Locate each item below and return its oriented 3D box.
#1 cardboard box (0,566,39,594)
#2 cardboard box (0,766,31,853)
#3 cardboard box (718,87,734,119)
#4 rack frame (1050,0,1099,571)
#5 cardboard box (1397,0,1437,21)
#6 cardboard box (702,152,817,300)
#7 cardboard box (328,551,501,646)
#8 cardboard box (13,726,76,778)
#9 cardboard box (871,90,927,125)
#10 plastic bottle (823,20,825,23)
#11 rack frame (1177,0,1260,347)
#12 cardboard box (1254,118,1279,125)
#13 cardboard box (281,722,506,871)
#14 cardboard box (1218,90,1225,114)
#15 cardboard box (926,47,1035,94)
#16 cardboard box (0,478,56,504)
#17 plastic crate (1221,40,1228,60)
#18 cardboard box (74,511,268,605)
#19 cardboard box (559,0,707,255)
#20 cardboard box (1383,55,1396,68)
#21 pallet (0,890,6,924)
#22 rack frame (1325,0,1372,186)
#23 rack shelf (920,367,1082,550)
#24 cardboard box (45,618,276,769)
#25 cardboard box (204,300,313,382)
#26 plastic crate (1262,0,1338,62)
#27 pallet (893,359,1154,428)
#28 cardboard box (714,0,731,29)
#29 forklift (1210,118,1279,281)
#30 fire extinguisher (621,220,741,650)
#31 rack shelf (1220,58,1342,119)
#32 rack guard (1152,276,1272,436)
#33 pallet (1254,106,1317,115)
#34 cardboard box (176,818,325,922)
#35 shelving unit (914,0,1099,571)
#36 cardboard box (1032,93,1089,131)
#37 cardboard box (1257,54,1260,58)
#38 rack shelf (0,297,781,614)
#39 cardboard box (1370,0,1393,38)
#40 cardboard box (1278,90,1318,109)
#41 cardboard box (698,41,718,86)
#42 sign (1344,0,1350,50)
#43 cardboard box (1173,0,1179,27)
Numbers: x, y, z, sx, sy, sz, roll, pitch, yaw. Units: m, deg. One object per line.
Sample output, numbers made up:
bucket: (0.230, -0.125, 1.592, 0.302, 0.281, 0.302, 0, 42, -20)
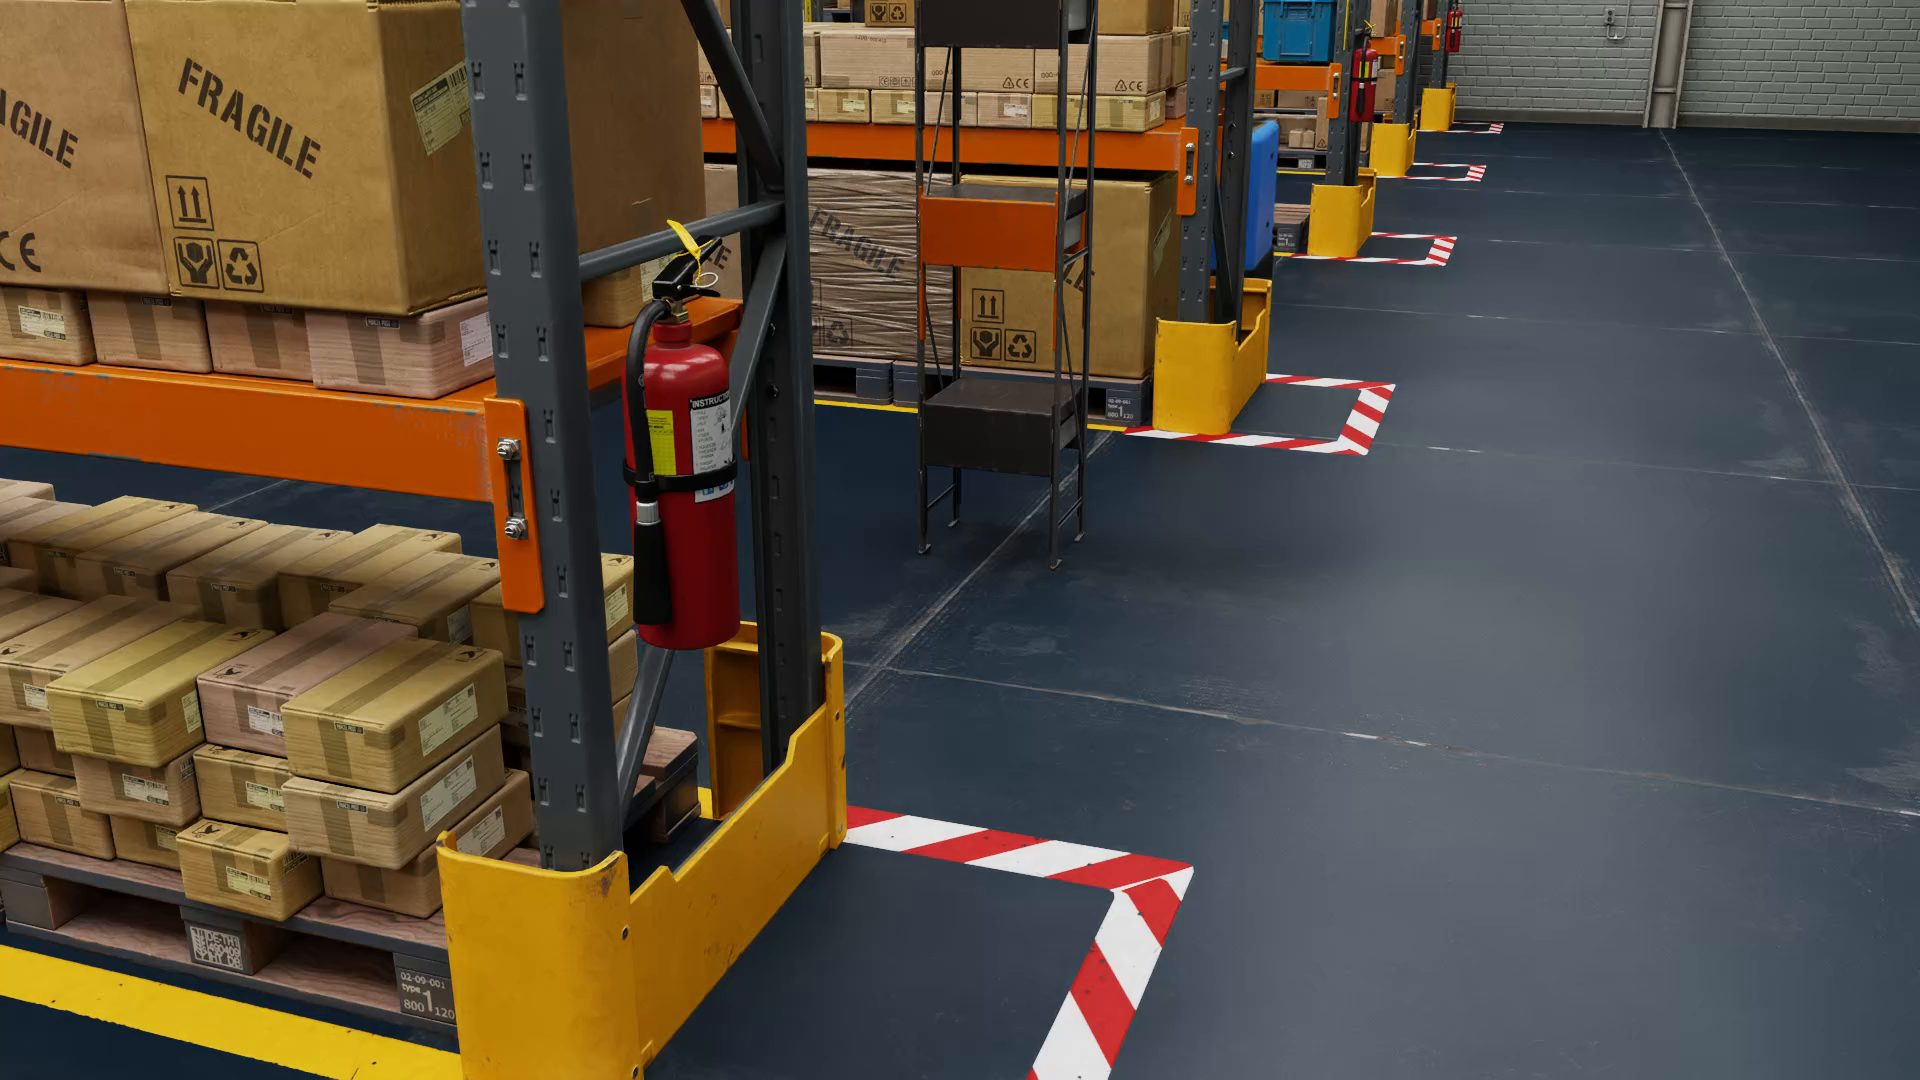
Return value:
cardboard box: (-2.335, 0.186, 3.775, 0.250, 0.149, 0.380, 6, 20, 16)
cardboard box: (-2.101, 0.527, 3.701, 0.250, 0.149, 0.380, 6, 20, 16)
cardboard box: (-0.951, -2.088, 7.891, 0.250, 0.149, 0.380, 6, 20, 16)
rack frame: (0.387, -0.947, 5.604, 0.015, 2.100, 0.400, 7, 20, 18)
cardboard box: (5.576, -6.892, 20.835, 0.700, 0.700, 0.980, 7, 21, 21)
cardboard box: (-1.146, -1.512, 8.446, 0.875, 0.875, 0.875, 7, 20, 18)
cardboard box: (-1.222, 0.166, 3.833, 0.250, 0.149, 0.380, 7, 20, 19)
cardboard box: (-1.842, 0.376, 3.682, 0.250, 0.149, 0.380, 6, 20, 17)
cardboard box: (-0.225, -2.005, 7.654, 0.250, 0.149, 0.380, 6, 20, 17)
plastic bottle: (-1.175, -4.167, 13.651, 0.133, 0.283, 0.061, 7, 20, 18)
rack frame: (1.185, -2.078, 7.480, 0.127, 3.000, 1.000, 7, 20, 18)
cardboard box: (2.957, -4.161, 16.966, 0.500, 0.250, 0.500, 7, 20, 18)
cardboard box: (-1.131, 0.492, 3.348, 0.250, 0.149, 0.380, 6, 20, 17)
cardboard box: (2.437, -4.417, 17.316, 0.637, 0.503, 0.797, 7, 20, 18)
cardboard box: (0.161, -2.172, 7.527, 0.500, 0.250, 0.500, 6, 20, 17)
cardboard box: (-2.639, -0.036, 4.412, 0.250, 0.149, 0.380, 6, 20, 16)
plastic crate: (1.980, -3.554, 12.023, 0.243, 0.136, 0.396, 7, 20, 18)
cardboard box: (-1.938, 0.065, 4.123, 0.250, 0.149, 0.380, 7, 21, 20)
cardboard box: (-0.872, -0.869, 3.408, 0.500, 0.500, 0.500, 8, 21, 21)
cardboard box: (5.551, -6.116, 21.238, 0.250, 0.149, 0.380, 7, 20, 18)
pallet: (-2.515, 0.531, 4.233, 1.213, 0.211, 1.003, 7, 20, 18)
rack frame: (2.810, -3.618, 11.898, 0.127, 3.000, 1.000, 7, 20, 18)
rack shelf: (0.156, -0.300, 5.914, 0.480, 0.518, 0.431, 7, 20, 18)
cardboard box: (-1.627, 0.308, 3.424, 0.250, 0.149, 0.380, 6, 20, 17)
cardboard box: (-1.162, -0.414, 3.088, 0.250, 0.149, 0.380, 6, 20, 18)
plastic crate: (2.432, -3.641, 11.820, 0.499, 0.435, 0.616, 7, 20, 18)
pallet: (0.404, -0.823, 8.117, 1.213, 0.211, 1.003, 7, 20, 18)
cardboard box: (-1.270, -2.692, 7.879, 0.500, 0.500, 0.500, 6, 20, 16)
forklift: (0.395, -2.944, 10.068, 3.031, 2.935, 1.130, 6, 20, 16)
fire extinguisher: (-0.452, -0.163, 2.672, 0.183, 0.674, 0.296, 7, 20, 18)
rack shelf: (0.921, -3.494, 12.636, 4.000, 0.370, 1.077, 7, 20, 18)
rack guard: (1.207, -0.895, 7.884, 0.348, 0.500, 1.175, 7, 20, 18)
pallet: (4.132, -5.576, 21.752, 1.213, 0.211, 1.003, 7, 20, 18)
cardboard box: (-1.380, 0.613, 3.454, 0.250, 0.149, 0.380, 7, 20, 20)
shelving unit: (0.156, -0.974, 5.679, 0.503, 2.100, 0.431, 7, 20, 18)
cardboard box: (0.494, -1.923, 7.417, 0.250, 0.149, 0.380, 7, 20, 19)
cardboard box: (3.712, -6.192, 21.457, 0.250, 0.149, 0.380, 6, 20, 17)
rack shelf: (-2.428, -0.423, 3.826, 4.000, 0.370, 1.077, 7, 20, 18)
cardboard box: (3.927, -5.169, 16.195, 0.500, 0.500, 0.500, 7, 20, 20)
cardboard box: (4.419, -5.869, 21.516, 0.500, 0.500, 0.700, 6, 20, 16)
cardboard box: (-1.277, -2.338, 8.002, 0.500, 0.250, 0.500, 7, 20, 19)
sign: (2.645, -3.522, 11.376, 0.005, 0.325, 0.100, 7, 20, 18)
cardboard box: (2.009, -5.388, 16.825, 0.500, 0.500, 0.500, 6, 20, 18)
